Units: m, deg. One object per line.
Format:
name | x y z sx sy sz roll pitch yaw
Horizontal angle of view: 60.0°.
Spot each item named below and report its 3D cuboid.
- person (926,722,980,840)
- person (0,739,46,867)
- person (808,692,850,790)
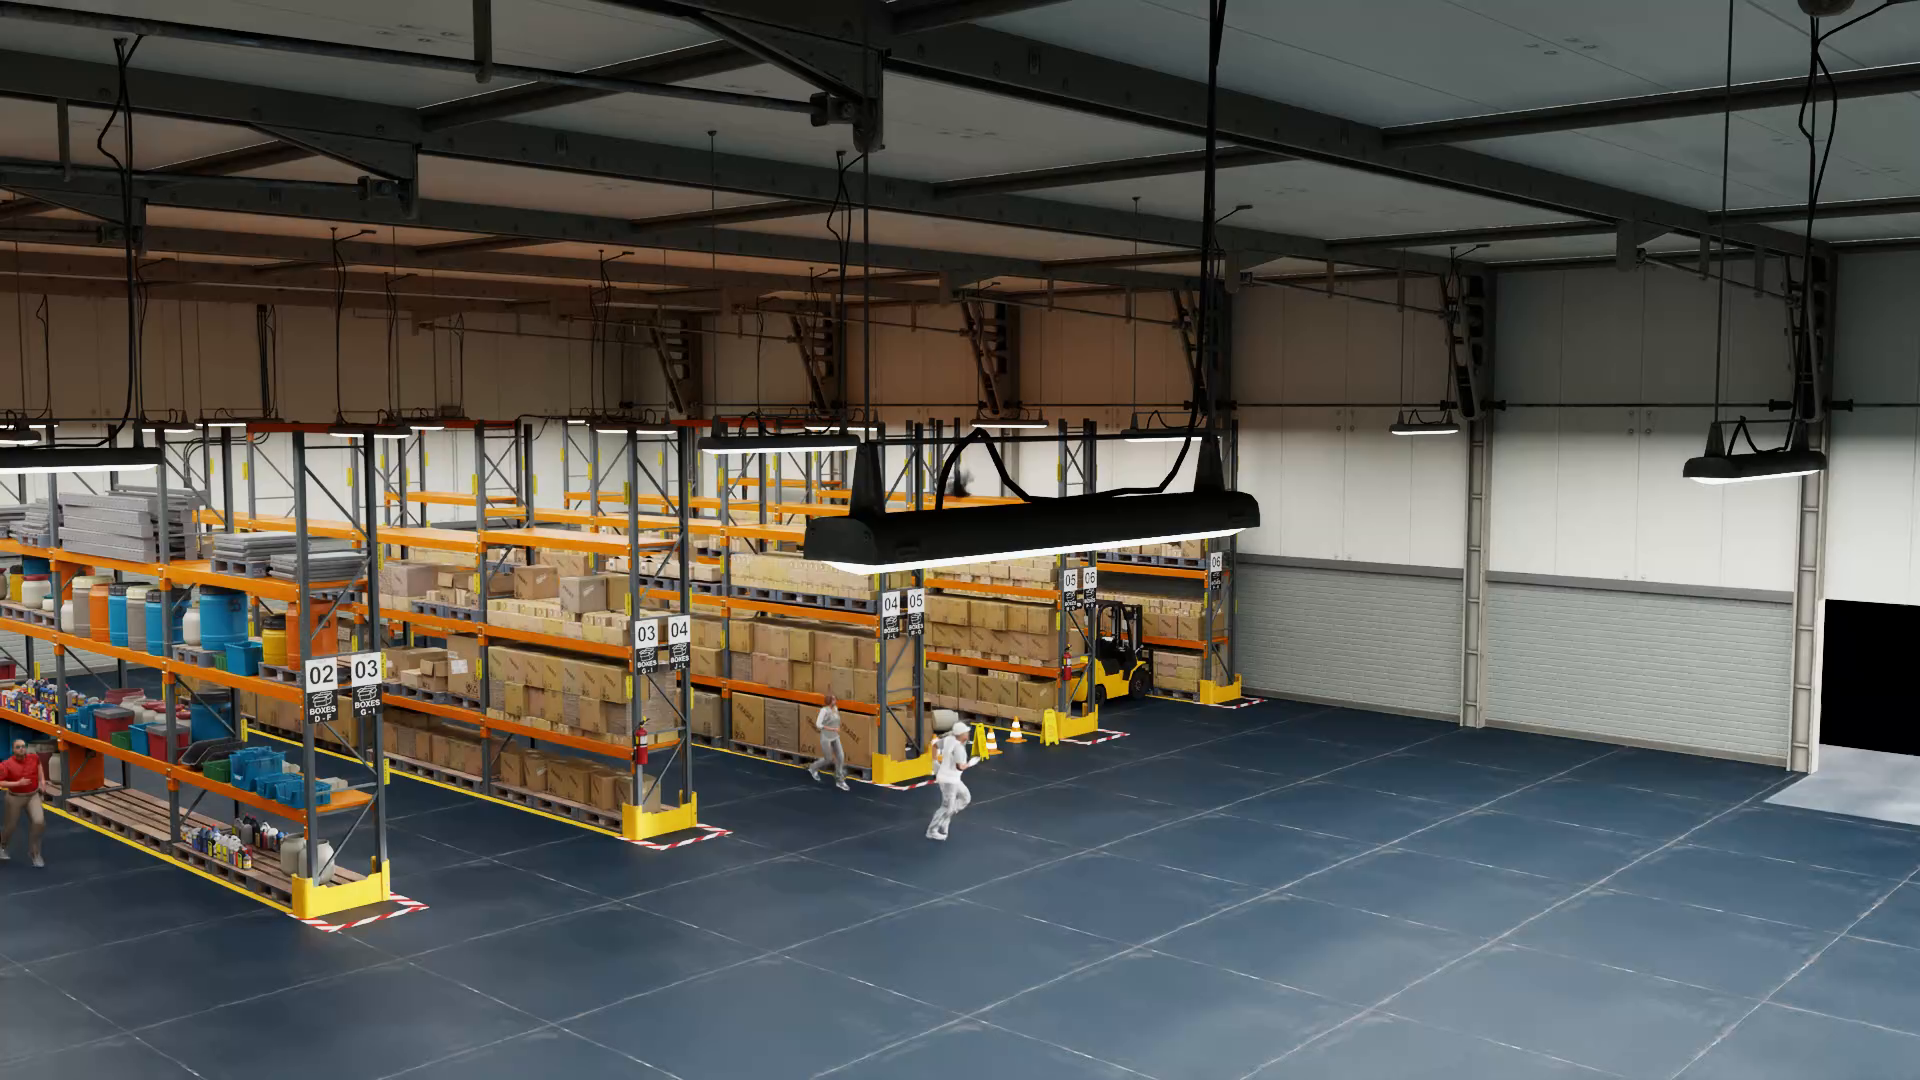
person | -0.102 3.484 24.086 0.788 1.717 0.648 0 5 -6
person | -12.927 3.610 22.908 0.925 1.787 0.672 4 6 40
person | -2.179 3.303 27.447 0.818 1.600 0.578 3 6 37
